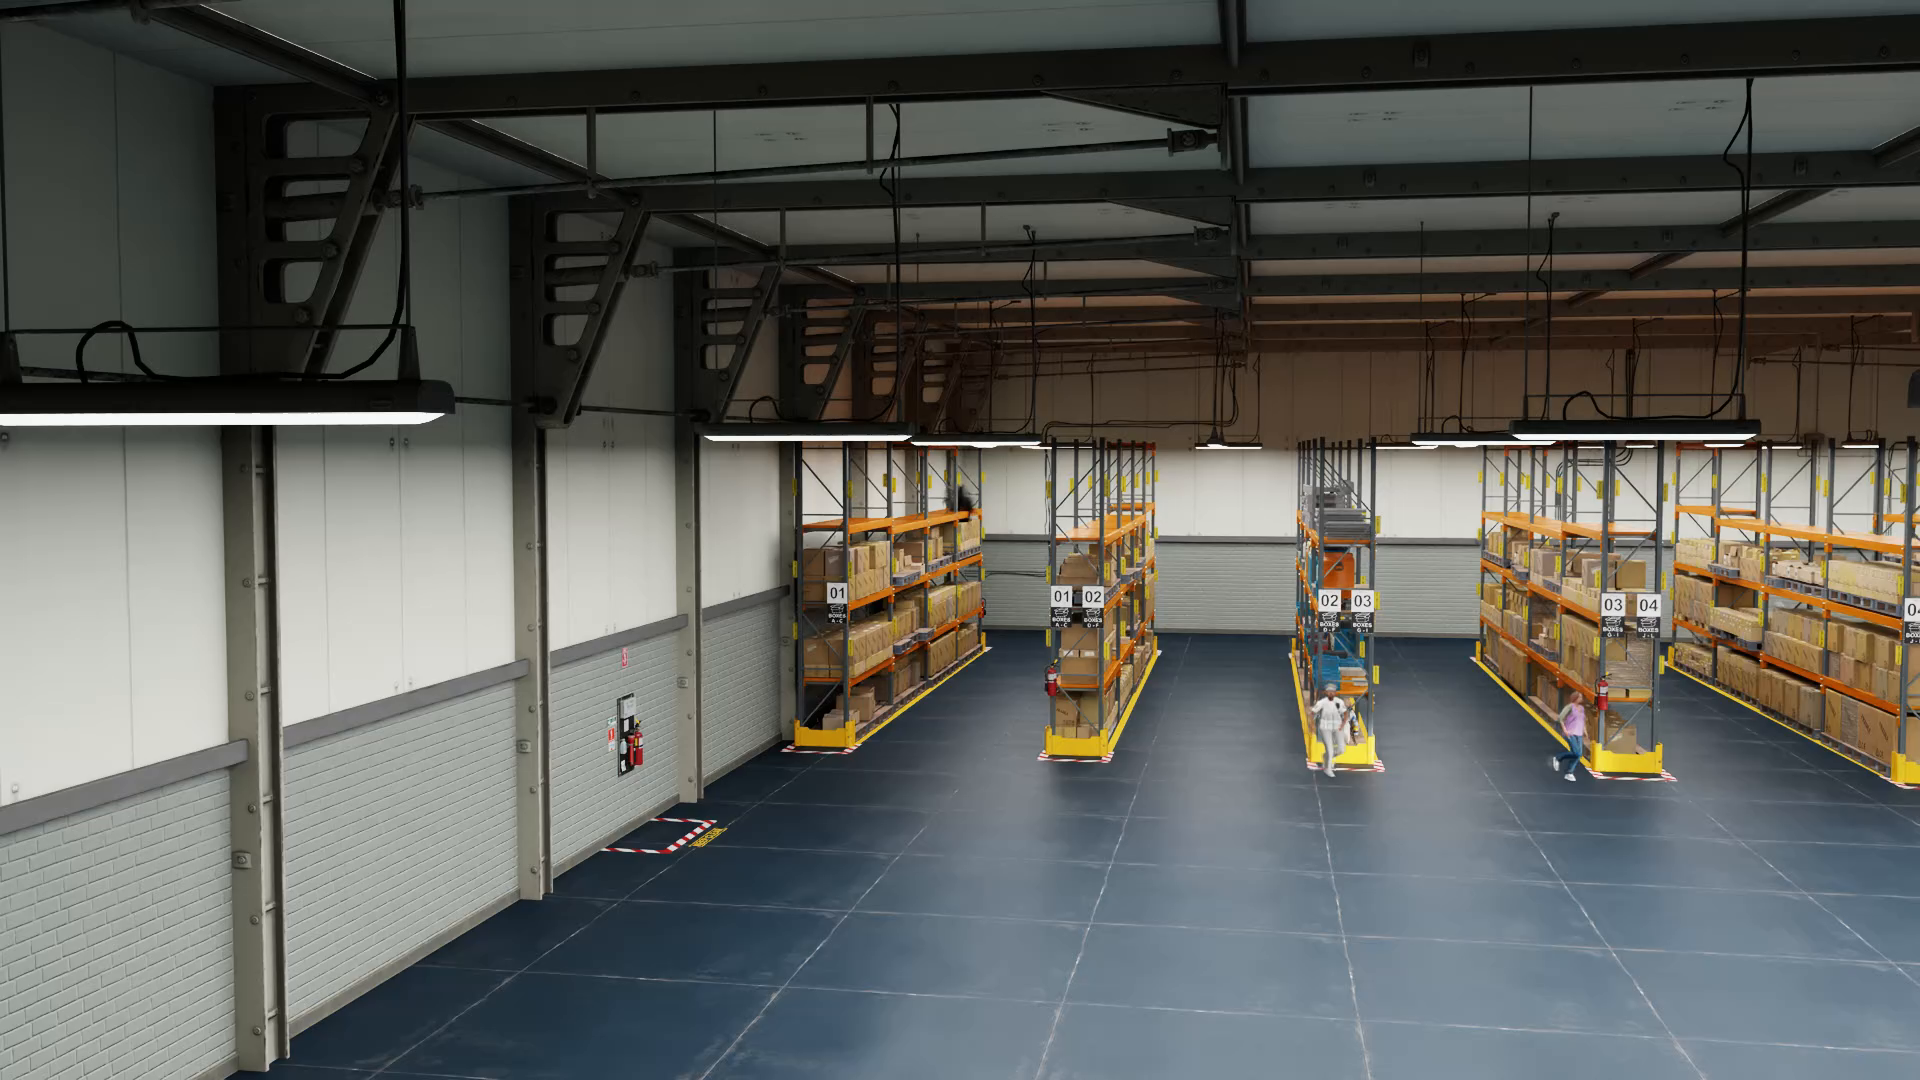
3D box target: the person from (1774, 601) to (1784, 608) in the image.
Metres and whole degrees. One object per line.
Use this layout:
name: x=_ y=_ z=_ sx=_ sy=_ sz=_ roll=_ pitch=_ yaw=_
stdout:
person: x=21.402 y=2.543 z=43.471 sx=0.655 sy=1.865 sz=0.776 roll=0 pitch=3 yaw=1

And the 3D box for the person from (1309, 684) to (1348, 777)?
person: x=6.555 y=3.360 z=29.485 sx=0.713 sy=1.649 sz=0.503 roll=-1 pitch=3 yaw=-13

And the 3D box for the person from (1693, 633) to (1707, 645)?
person: x=20.335 y=2.479 z=45.550 sx=0.735 sy=1.718 sz=0.588 roll=0 pitch=3 yaw=2

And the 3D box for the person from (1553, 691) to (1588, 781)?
person: x=10.754 y=3.417 z=29.144 sx=0.576 sy=1.526 sz=0.528 roll=-1 pitch=3 yaw=-26

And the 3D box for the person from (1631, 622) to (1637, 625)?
person: x=18.451 y=2.474 z=45.254 sx=0.572 sy=1.722 sz=0.750 roll=-3 pitch=4 yaw=-43
